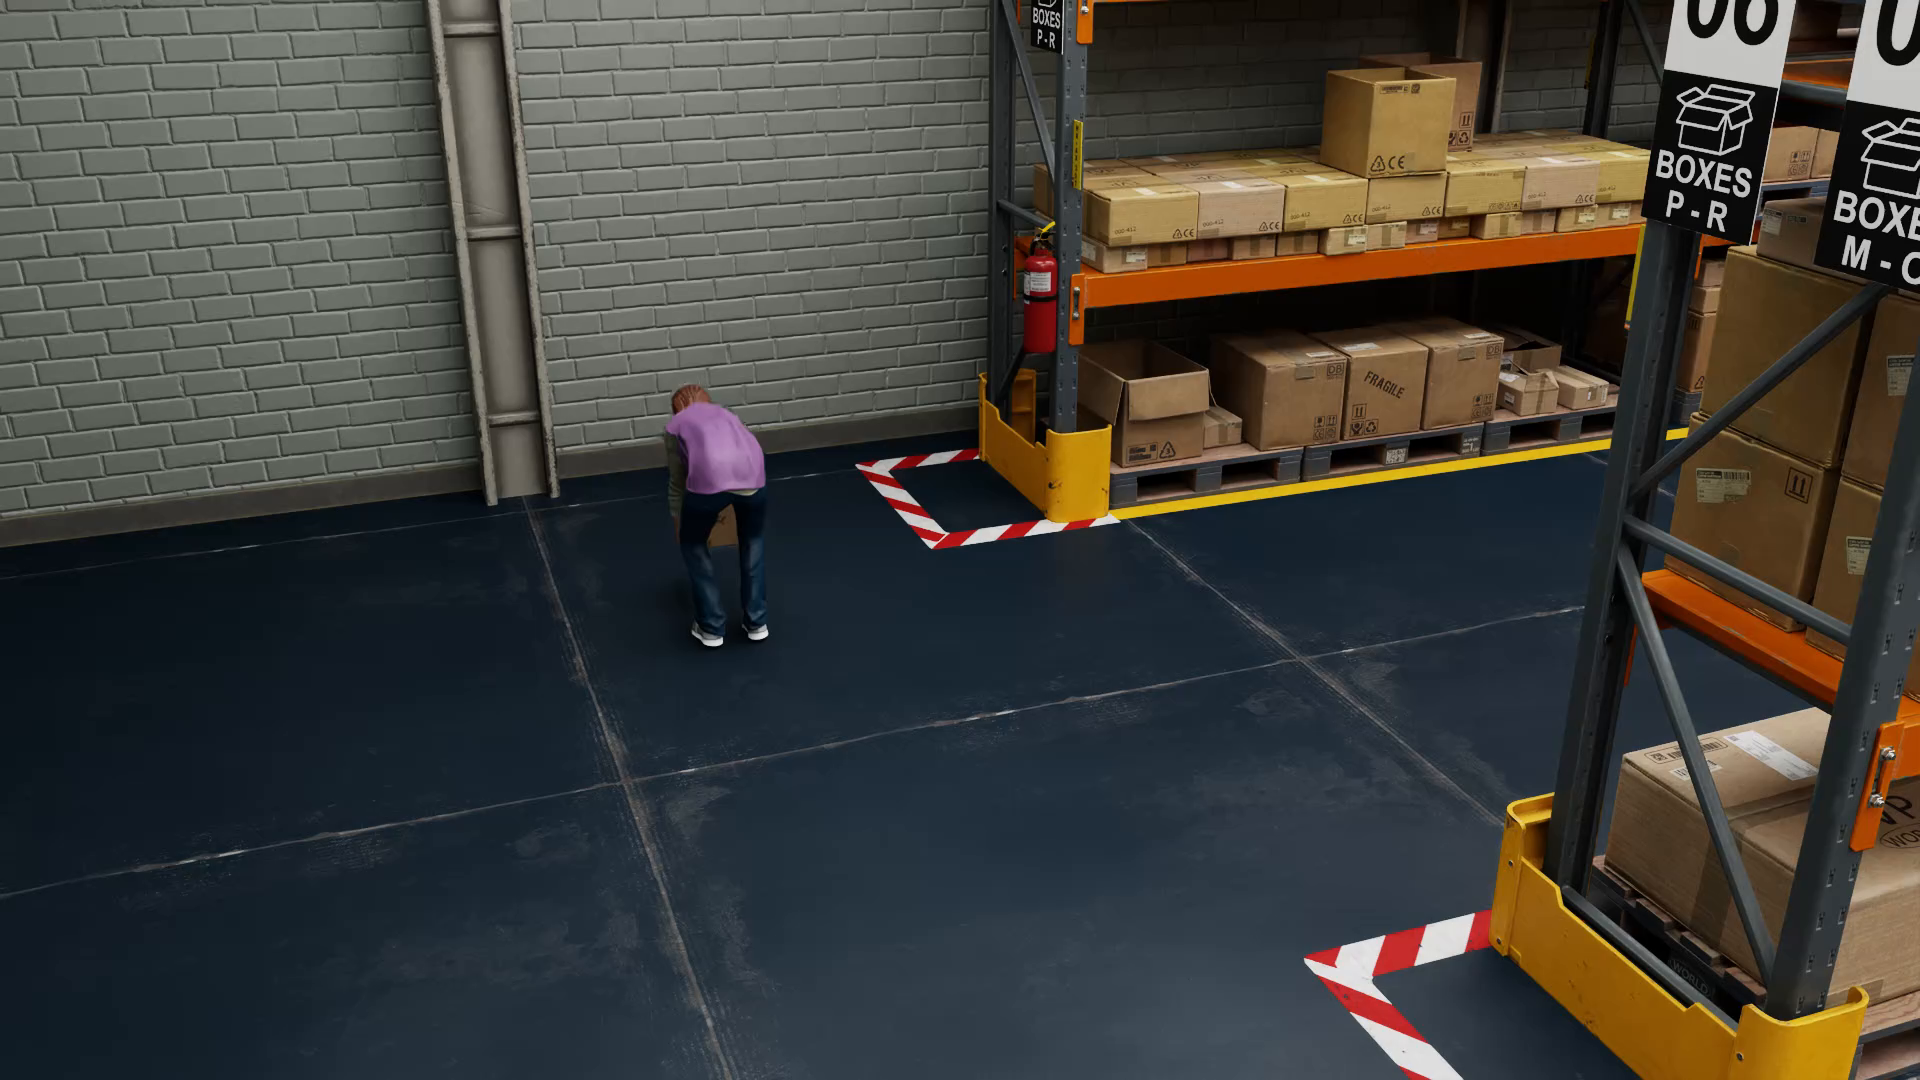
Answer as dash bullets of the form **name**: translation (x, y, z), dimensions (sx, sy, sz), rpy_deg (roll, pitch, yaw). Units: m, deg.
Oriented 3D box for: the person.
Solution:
- **person**: translation (-1.123, -0.118, 7.592), dimensions (0.389, 1.051, 0.864), rpy_deg (-9, 25, -21)
